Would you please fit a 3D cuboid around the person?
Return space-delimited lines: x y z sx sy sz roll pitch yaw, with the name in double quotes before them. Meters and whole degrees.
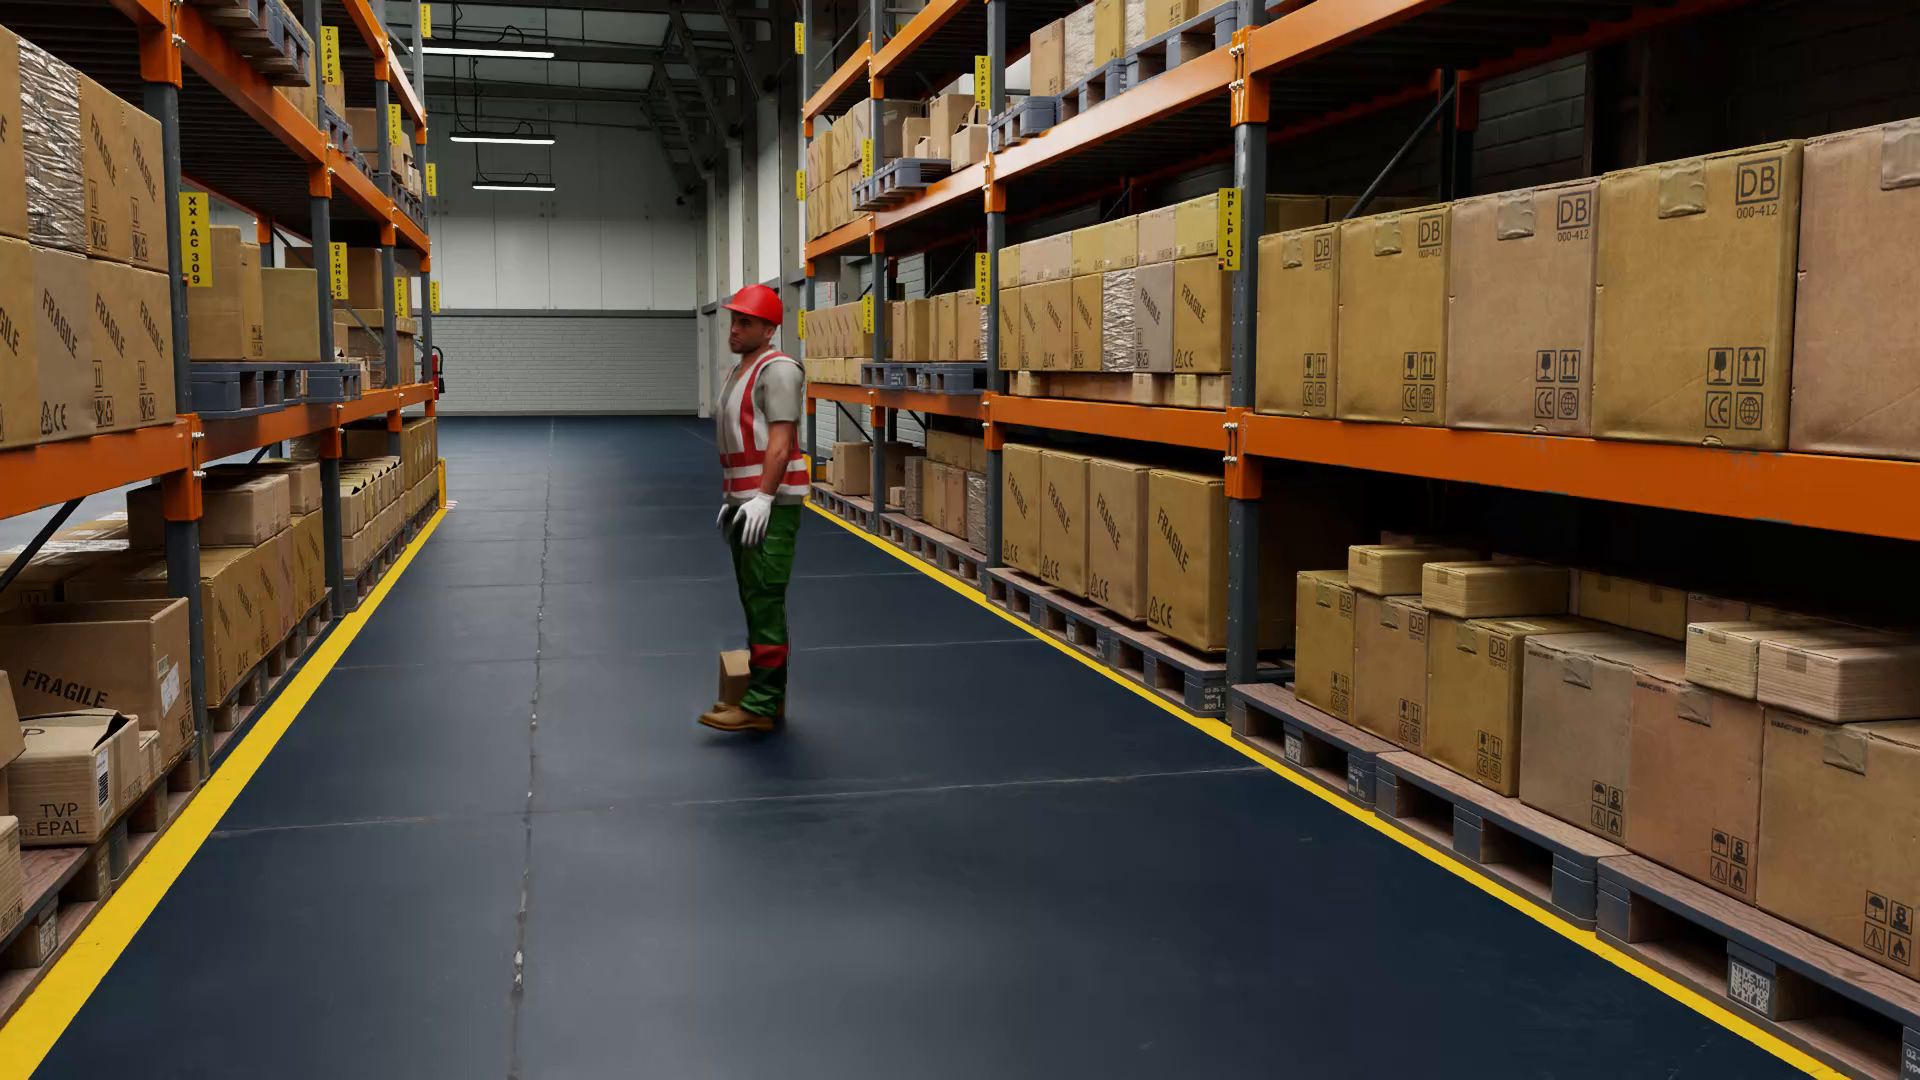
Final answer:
"person" -0.873 -0.129 6.716 0.479 1.795 0.568 -3 7 -28
